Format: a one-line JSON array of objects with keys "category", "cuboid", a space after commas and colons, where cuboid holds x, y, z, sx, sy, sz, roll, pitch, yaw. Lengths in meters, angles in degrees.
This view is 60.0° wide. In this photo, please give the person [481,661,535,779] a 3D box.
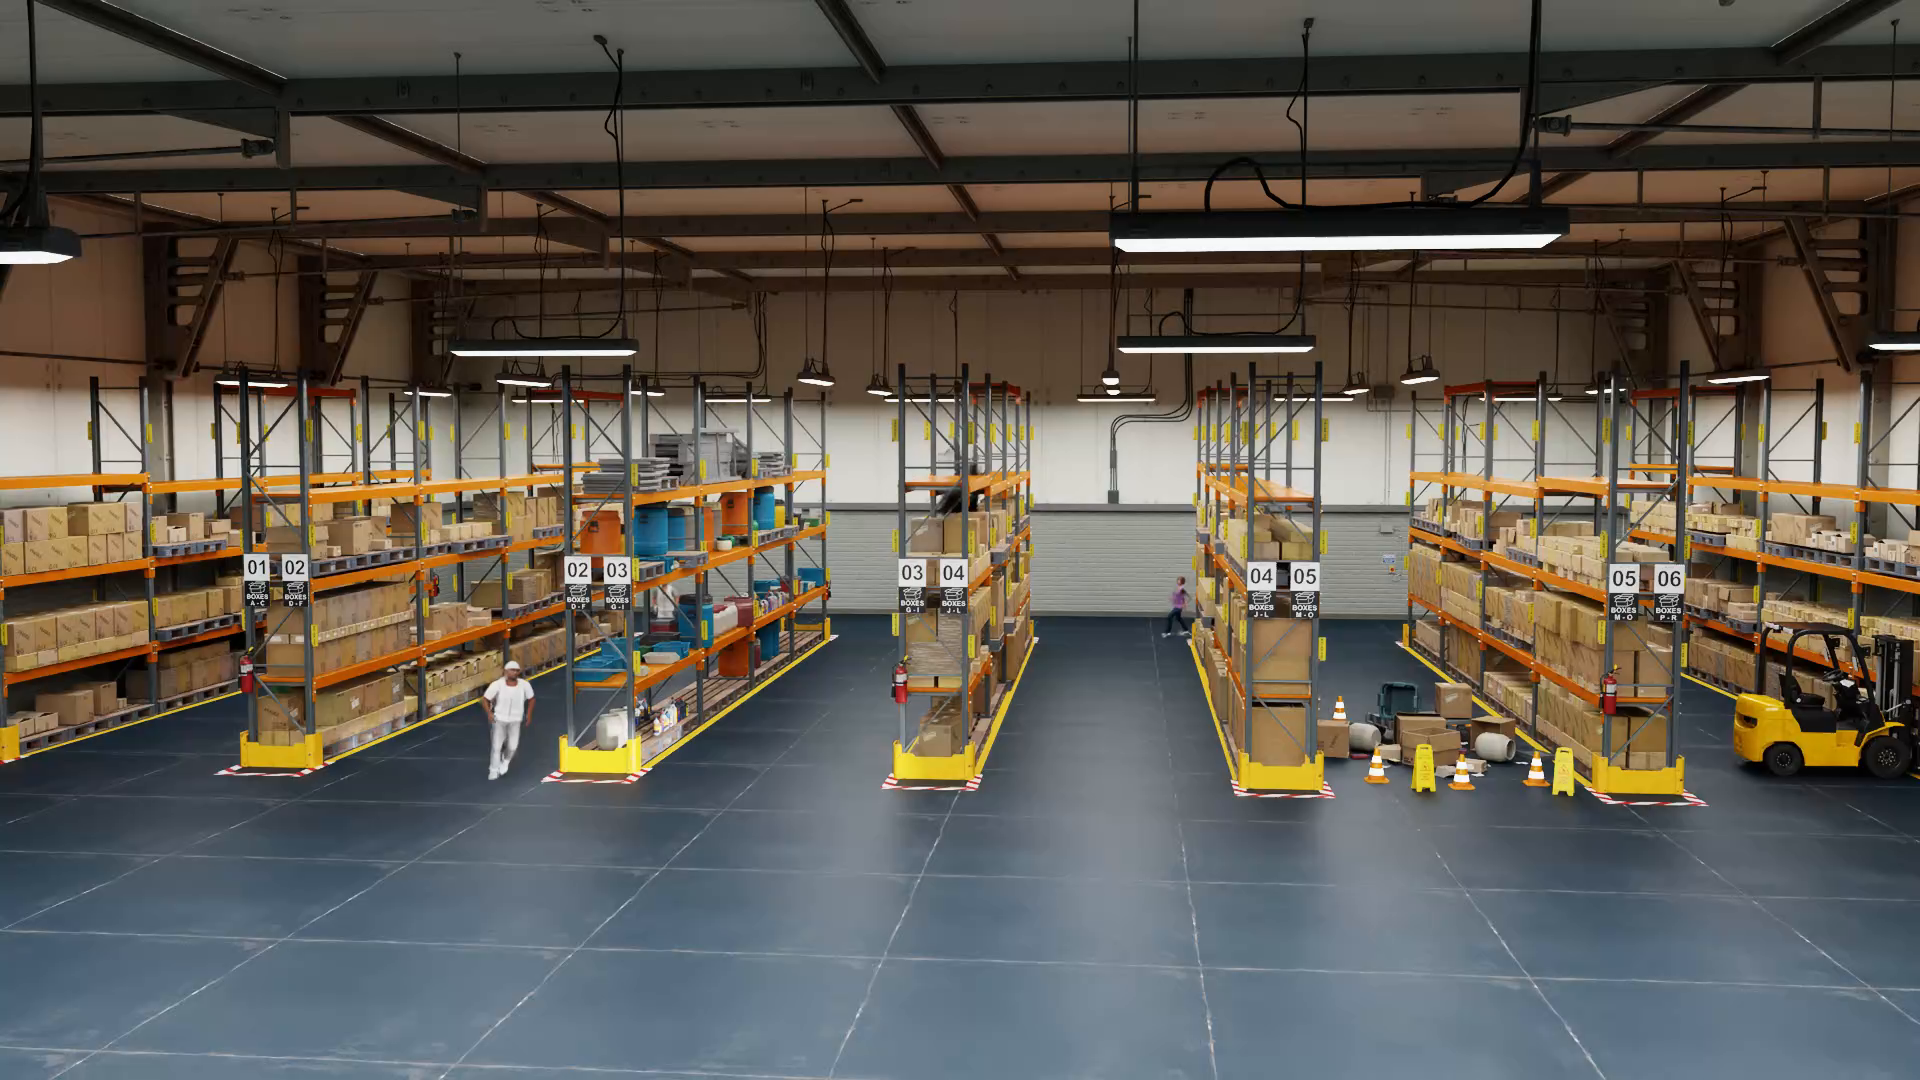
[{"category": "person", "cuboid": [-6.524, 2.605, 24.073, 0.763, 1.701, 0.515, -1, 4, -20]}]

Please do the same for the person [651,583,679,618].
[{"category": "person", "cuboid": [-6.868, 1.656, 38.747, 0.658, 1.732, 0.637, 0, 4, -3]}]

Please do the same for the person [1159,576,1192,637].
[{"category": "person", "cuboid": [5.266, 1.626, 40.729, 0.769, 1.538, 0.690, 0, 4, 4]}]

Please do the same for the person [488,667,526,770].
[{"category": "person", "cuboid": [-6.815, 2.633, 24.996, 0.580, 1.560, 0.714, 0, 4, 4]}]

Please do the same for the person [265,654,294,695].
[{"category": "person", "cuboid": [-11.561, 2.294, 28.321, 0.633, 1.740, 0.619, 0, 4, -8]}]
